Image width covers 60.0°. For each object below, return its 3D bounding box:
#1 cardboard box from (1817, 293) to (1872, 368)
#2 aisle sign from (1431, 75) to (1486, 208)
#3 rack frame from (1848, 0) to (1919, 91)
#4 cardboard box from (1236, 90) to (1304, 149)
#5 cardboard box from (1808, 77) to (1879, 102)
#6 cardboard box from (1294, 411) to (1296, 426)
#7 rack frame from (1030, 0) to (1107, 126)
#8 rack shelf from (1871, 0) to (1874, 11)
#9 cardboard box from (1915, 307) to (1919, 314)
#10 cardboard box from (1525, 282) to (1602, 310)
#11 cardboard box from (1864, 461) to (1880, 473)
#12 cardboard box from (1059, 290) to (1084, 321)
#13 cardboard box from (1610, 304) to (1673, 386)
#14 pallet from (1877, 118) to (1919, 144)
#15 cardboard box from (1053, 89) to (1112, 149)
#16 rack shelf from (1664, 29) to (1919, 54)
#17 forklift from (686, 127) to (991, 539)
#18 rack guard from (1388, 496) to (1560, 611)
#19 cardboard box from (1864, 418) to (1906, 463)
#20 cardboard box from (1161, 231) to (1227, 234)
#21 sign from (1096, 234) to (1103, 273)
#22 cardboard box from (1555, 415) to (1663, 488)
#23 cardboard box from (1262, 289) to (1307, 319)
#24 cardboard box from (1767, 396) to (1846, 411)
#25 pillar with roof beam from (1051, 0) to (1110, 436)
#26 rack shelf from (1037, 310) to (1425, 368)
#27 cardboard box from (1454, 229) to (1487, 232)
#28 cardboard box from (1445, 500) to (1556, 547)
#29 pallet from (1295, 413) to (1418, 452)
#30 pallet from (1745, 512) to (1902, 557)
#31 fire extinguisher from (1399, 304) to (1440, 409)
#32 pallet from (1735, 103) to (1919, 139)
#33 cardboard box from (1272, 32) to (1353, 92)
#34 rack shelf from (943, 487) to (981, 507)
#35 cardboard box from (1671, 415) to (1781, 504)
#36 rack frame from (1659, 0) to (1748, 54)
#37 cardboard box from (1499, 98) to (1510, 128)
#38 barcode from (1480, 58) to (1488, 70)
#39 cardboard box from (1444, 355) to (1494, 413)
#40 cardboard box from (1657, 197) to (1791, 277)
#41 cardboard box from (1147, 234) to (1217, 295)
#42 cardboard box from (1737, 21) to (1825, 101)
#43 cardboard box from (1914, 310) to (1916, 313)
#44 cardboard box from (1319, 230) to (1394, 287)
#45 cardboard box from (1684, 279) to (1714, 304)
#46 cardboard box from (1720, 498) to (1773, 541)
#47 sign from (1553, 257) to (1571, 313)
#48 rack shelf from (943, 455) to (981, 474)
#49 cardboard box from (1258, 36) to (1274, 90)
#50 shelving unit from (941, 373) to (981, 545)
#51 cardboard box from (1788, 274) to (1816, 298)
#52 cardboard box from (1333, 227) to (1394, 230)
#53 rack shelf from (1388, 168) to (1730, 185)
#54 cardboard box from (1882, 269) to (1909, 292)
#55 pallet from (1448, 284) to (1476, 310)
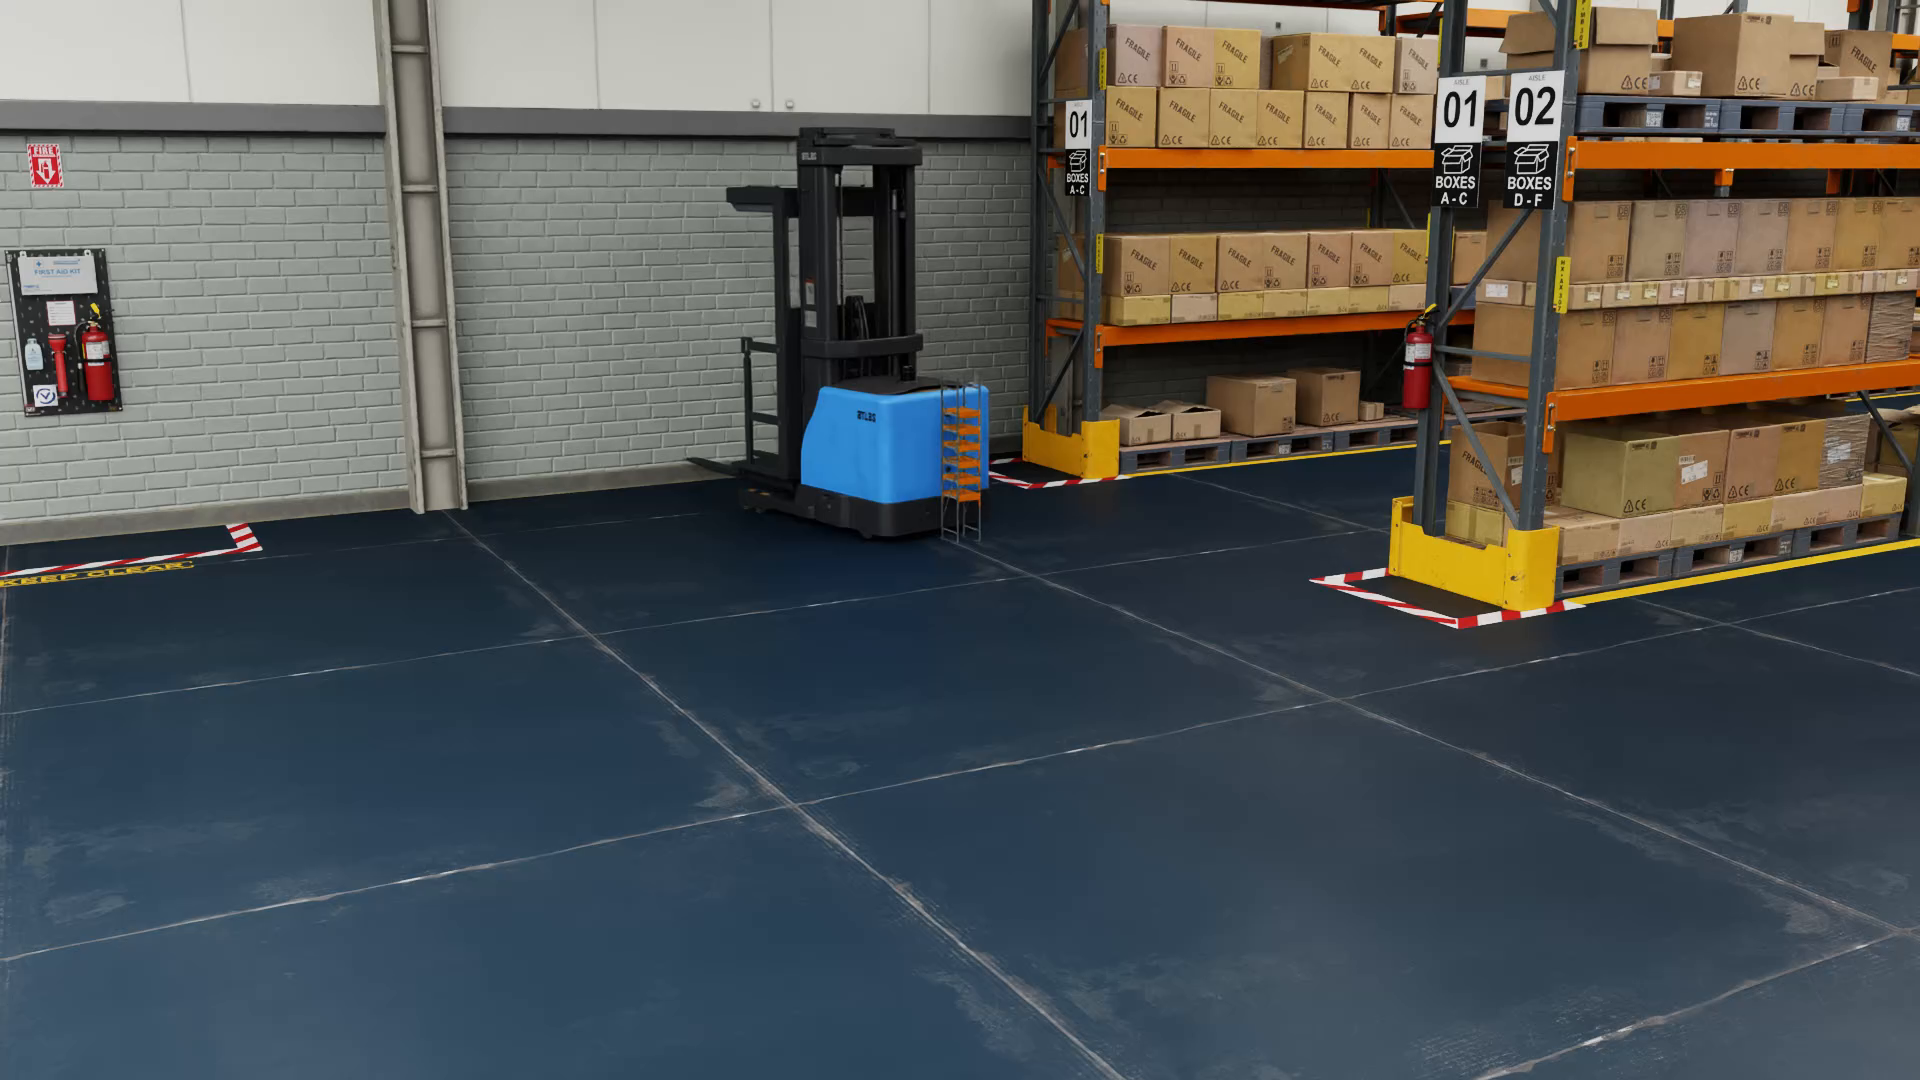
[{"bbox_3d":[5.960,-1.520,11.802,0.500,0.500,0.700,-7,14,-28],"label":"cardboard box"},{"bbox_3d":[3.097,-2.473,10.343,0.004,0.787,0.394,-7,14,-28],"label":"aisle sign"},{"bbox_3d":[6.807,-4.502,11.619,0.127,3.000,1.000,-7,14,-28],"label":"rack frame"},{"bbox_3d":[2.735,-3.783,14.983,0.500,0.500,0.500,-6,14,-24],"label":"cardboard box"},{"bbox_3d":[5.879,-3.010,11.117,0.250,0.149,0.380,-7,14,-28],"label":"cardboard box"},{"bbox_3d":[3.016,-1.189,16.052,0.250,0.149,0.380,-8,15,-32],"label":"cardboard box"},{"bbox_3d":[0.919,-5.036,13.990,0.127,3.000,1.000,-7,14,-28],"label":"rack frame"},{"bbox_3d":[8.562,-4.167,12.677,4.000,0.370,1.077,-7,14,-28],"label":"rack shelf"},{"bbox_3d":[10.944,-2.434,20.032,0.750,0.750,0.750,-7,14,-27],"label":"cardboard box"},{"bbox_3d":[3.743,-1.520,10.325,0.250,0.149,0.380,-7,14,-28],"label":"cardboard box"},{"bbox_3d":[7.032,-0.538,12.976,0.500,0.250,0.500,-7,14,-28],"label":"cardboard box"},{"bbox_3d":[1.236,-2.132,15.047,0.500,0.250,0.500,-7,14,-27],"label":"cardboard box"},{"bbox_3d":[4.170,-1.306,10.854,0.500,0.500,0.700,-6,14,-26],"label":"cardboard box"},{"bbox_3d":[7.575,-3.041,12.393,1.217,0.209,0.805,-8,15,-30],"label":"pallet"},{"bbox_3d":[1.164,-3.724,14.718,0.500,0.500,0.500,-6,14,-24],"label":"cardboard box"},{"bbox_3d":[9.696,-5.542,18.787,4.000,0.370,1.077,-7,14,-28],"label":"rack shelf"},{"bbox_3d":[-1.106,-1.701,12.990,1.130,2.935,3.031,-11,16,-39],"label":"forklift"},{"bbox_3d":[3.275,0.067,10.671,0.348,0.500,1.175,-7,14,-28],"label":"rack guard"},{"bbox_3d":[7.025,-0.810,12.907,0.500,0.311,0.500,-7,14,-28],"label":"cardboard box"},{"bbox_3d":[2.129,-2.608,15.455,0.500,0.500,0.500,-7,15,-29],"label":"cardboard box"},{"bbox_3d":[1.179,-2.427,14.089,0.005,0.325,0.100,-7,14,-28],"label":"sign"},{"bbox_3d":[4.495,-0.606,11.567,0.500,0.500,0.500,-7,14,-28],"label":"cardboard box"},{"bbox_3d":[2.843,-2.198,15.341,0.500,0.250,0.500,-7,14,-27],"label":"cardboard box"},{"bbox_3d":[6.250,-0.816,12.503,0.500,0.500,0.500,-7,14,-28],"label":"cardboard box"},{"bbox_3d":[3.182,-4.446,11.371,0.400,9.000,9.100,-7,14,-28],"label":"pillar with roof beam"},{"bbox_3d":[2.674,-1.968,15.662,4.000,0.370,1.077,-7,14,-28],"label":"rack shelf"},{"bbox_3d":[5.387,-2.898,16.923,0.500,0.500,0.700,-5,14,-22],"label":"cardboard box"},{"bbox_3d":[3.625,-0.131,11.168,0.500,0.250,0.500,-7,14,-28],"label":"cardboard box"},{"bbox_3d":[3.857,-1.092,16.480,1.213,0.211,1.003,-7,14,-28],"label":"pallet"},{"bbox_3d":[6.089,-0.140,12.248,1.213,0.211,1.003,-7,14,-28],"label":"pallet"},{"bbox_3d":[2.969,-1.194,10.759,0.183,0.674,0.296,-7,14,-28],"label":"fire extinguisher"},{"bbox_3d":[6.070,-2.901,11.537,1.213,0.211,1.003,-7,14,-28],"label":"pallet"},{"bbox_3d":[3.191,-4.318,15.081,0.500,0.500,0.500,-7,15,-30],"label":"cardboard box"},{"bbox_3d":[0.006,-0.304,12.020,0.180,0.103,0.258,-8,15,-30],"label":"rack shelf"},{"bbox_3d":[5.191,-0.555,11.341,0.500,0.500,0.500,-7,14,-28],"label":"cardboard box"},{"bbox_3d":[7.941,-5.877,17.729,0.127,3.000,1.000,-7,14,-28],"label":"rack frame"},{"bbox_3d":[5.489,-4.261,16.627,0.500,0.311,0.500,-6,14,-26],"label":"cardboard box"},{"bbox_3d":[3.330,-3.026,10.569,0.075,0.075,0.001,-7,14,-28],"label":"barcode"},{"bbox_3d":[5.068,-1.606,17.103,0.500,0.500,0.700,-6,14,-26],"label":"cardboard box"},{"bbox_3d":[5.099,-2.051,11.208,0.500,0.500,0.700,-7,14,-28],"label":"cardboard box"},{"bbox_3d":[1.921,-2.454,14.768,0.500,0.500,0.500,-7,14,-28],"label":"cardboard box"},{"bbox_3d":[5.301,-3.213,11.214,0.637,0.503,0.797,-5,14,-22],"label":"cardboard box"},{"bbox_3d":[7.490,-1.638,12.861,0.258,0.266,0.396,-7,15,-29],"label":"cardboard box"},{"bbox_3d":[3.728,-2.669,15.726,0.500,0.500,0.500,-7,14,-28],"label":"cardboard box"},{"bbox_3d":[4.649,-1.629,10.809,0.250,0.149,0.380,-7,15,-30],"label":"cardboard box"},{"bbox_3d":[5.190,-0.189,11.424,0.500,0.250,0.500,-7,14,-28],"label":"cardboard box"},{"bbox_3d":[3.556,-1.508,9.826,0.005,0.325,0.100,-7,14,-28],"label":"sign"},{"bbox_3d":[0.005,-0.538,11.967,0.180,0.103,0.258,-8,15,-30],"label":"rack shelf"},{"bbox_3d":[2.534,-4.373,15.326,0.500,0.500,0.500,-7,14,-28],"label":"cardboard box"},{"bbox_3d":[0.005,-0.581,11.957,0.189,1.200,0.258,-8,15,-30],"label":"shelving unit"},{"bbox_3d":[5.555,-1.738,11.293,0.250,0.149,0.380,-6,14,-26],"label":"cardboard box"},{"bbox_3d":[3.917,-2.823,16.409,0.500,0.500,0.500,-7,15,-29],"label":"cardboard box"},{"bbox_3d":[6.185,-3.853,17.203,4.000,0.370,1.077,-7,14,-28],"label":"rack shelf"},{"bbox_3d":[6.453,-1.845,11.771,0.250,0.149,0.380,-7,15,-29],"label":"cardboard box"},{"bbox_3d":[5.170,-2.489,16.772,1.213,0.211,1.003,-7,14,-28],"label":"pallet"}]
